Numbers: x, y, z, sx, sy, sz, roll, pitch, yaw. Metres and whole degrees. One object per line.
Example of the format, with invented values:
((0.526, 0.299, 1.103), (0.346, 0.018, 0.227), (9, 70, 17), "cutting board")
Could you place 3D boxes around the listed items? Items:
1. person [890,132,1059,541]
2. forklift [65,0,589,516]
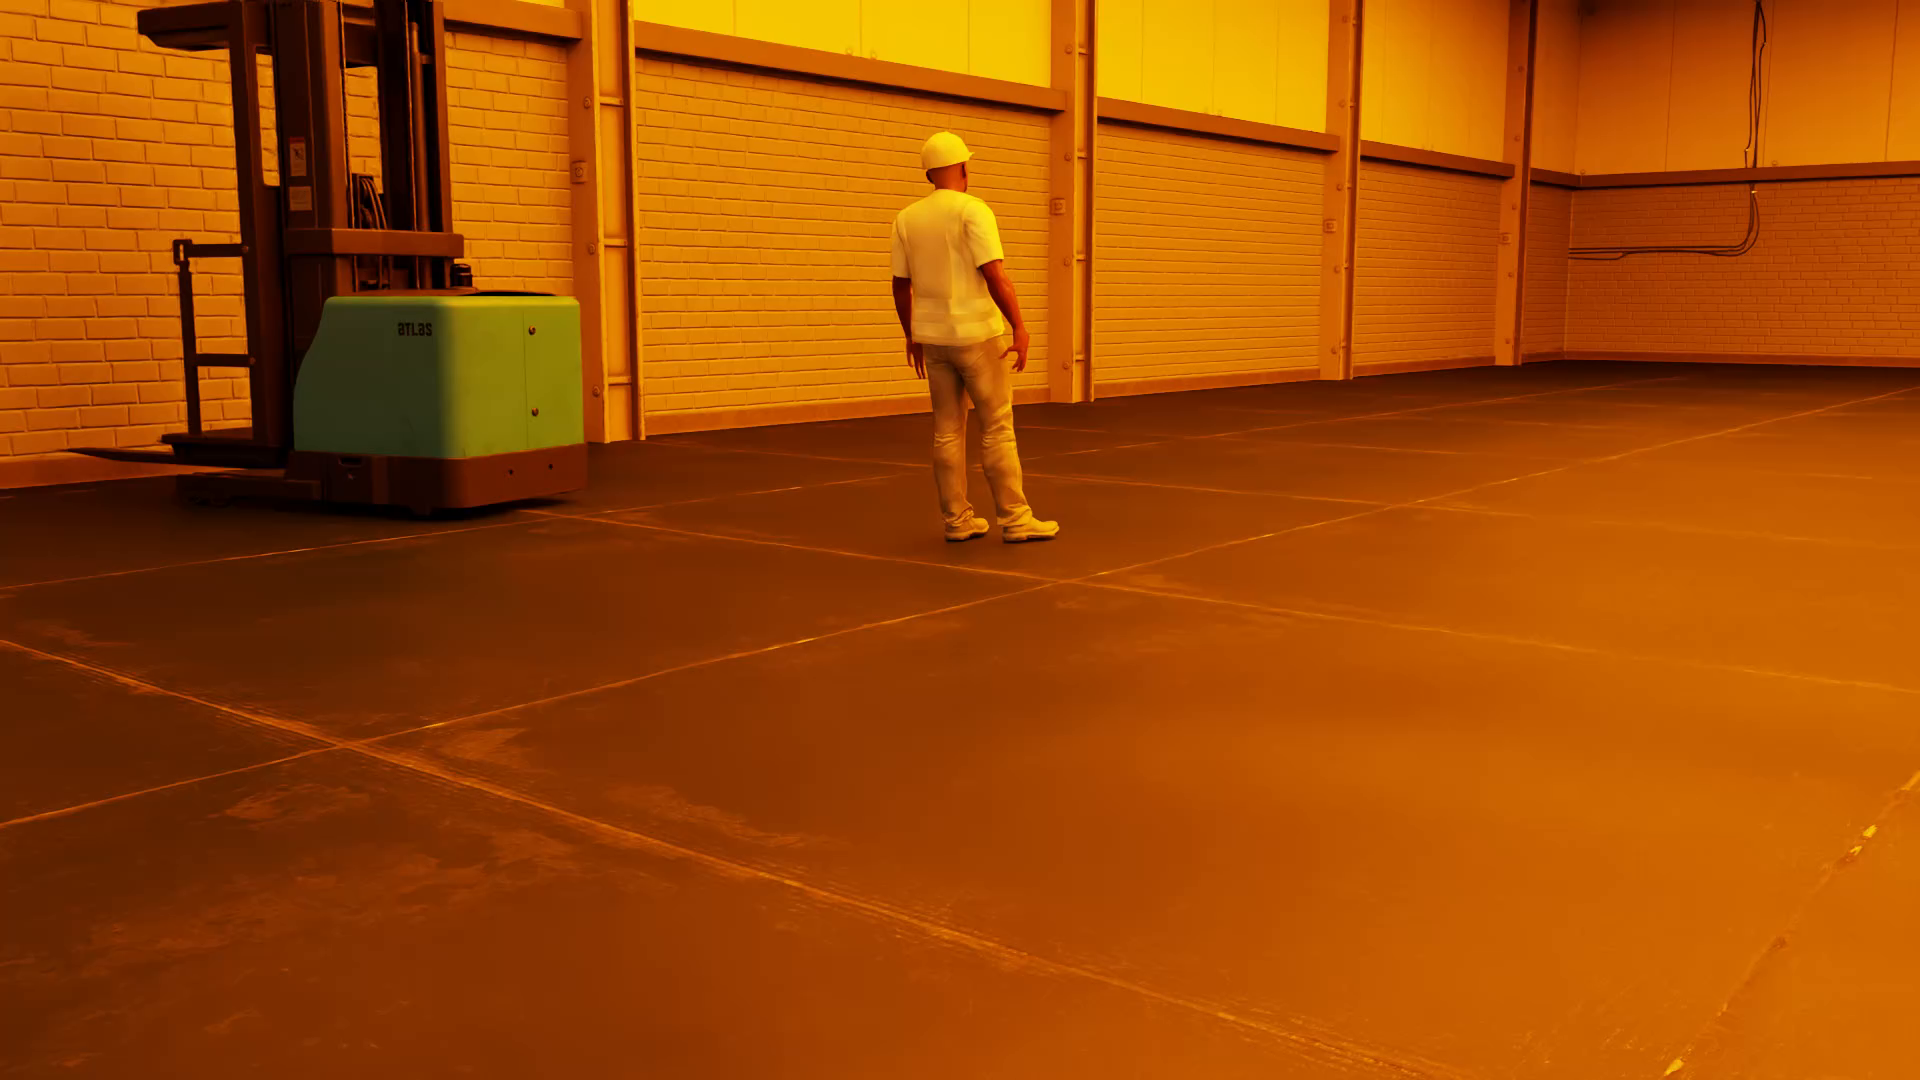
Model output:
((0.048, -0.888, 7.327), (0.666, 1.768, 0.575), (7, 11, 38), "person")
((-3.518, -1.686, 8.803), (3.031, 2.935, 1.130), (4, 9, 25), "forklift")
